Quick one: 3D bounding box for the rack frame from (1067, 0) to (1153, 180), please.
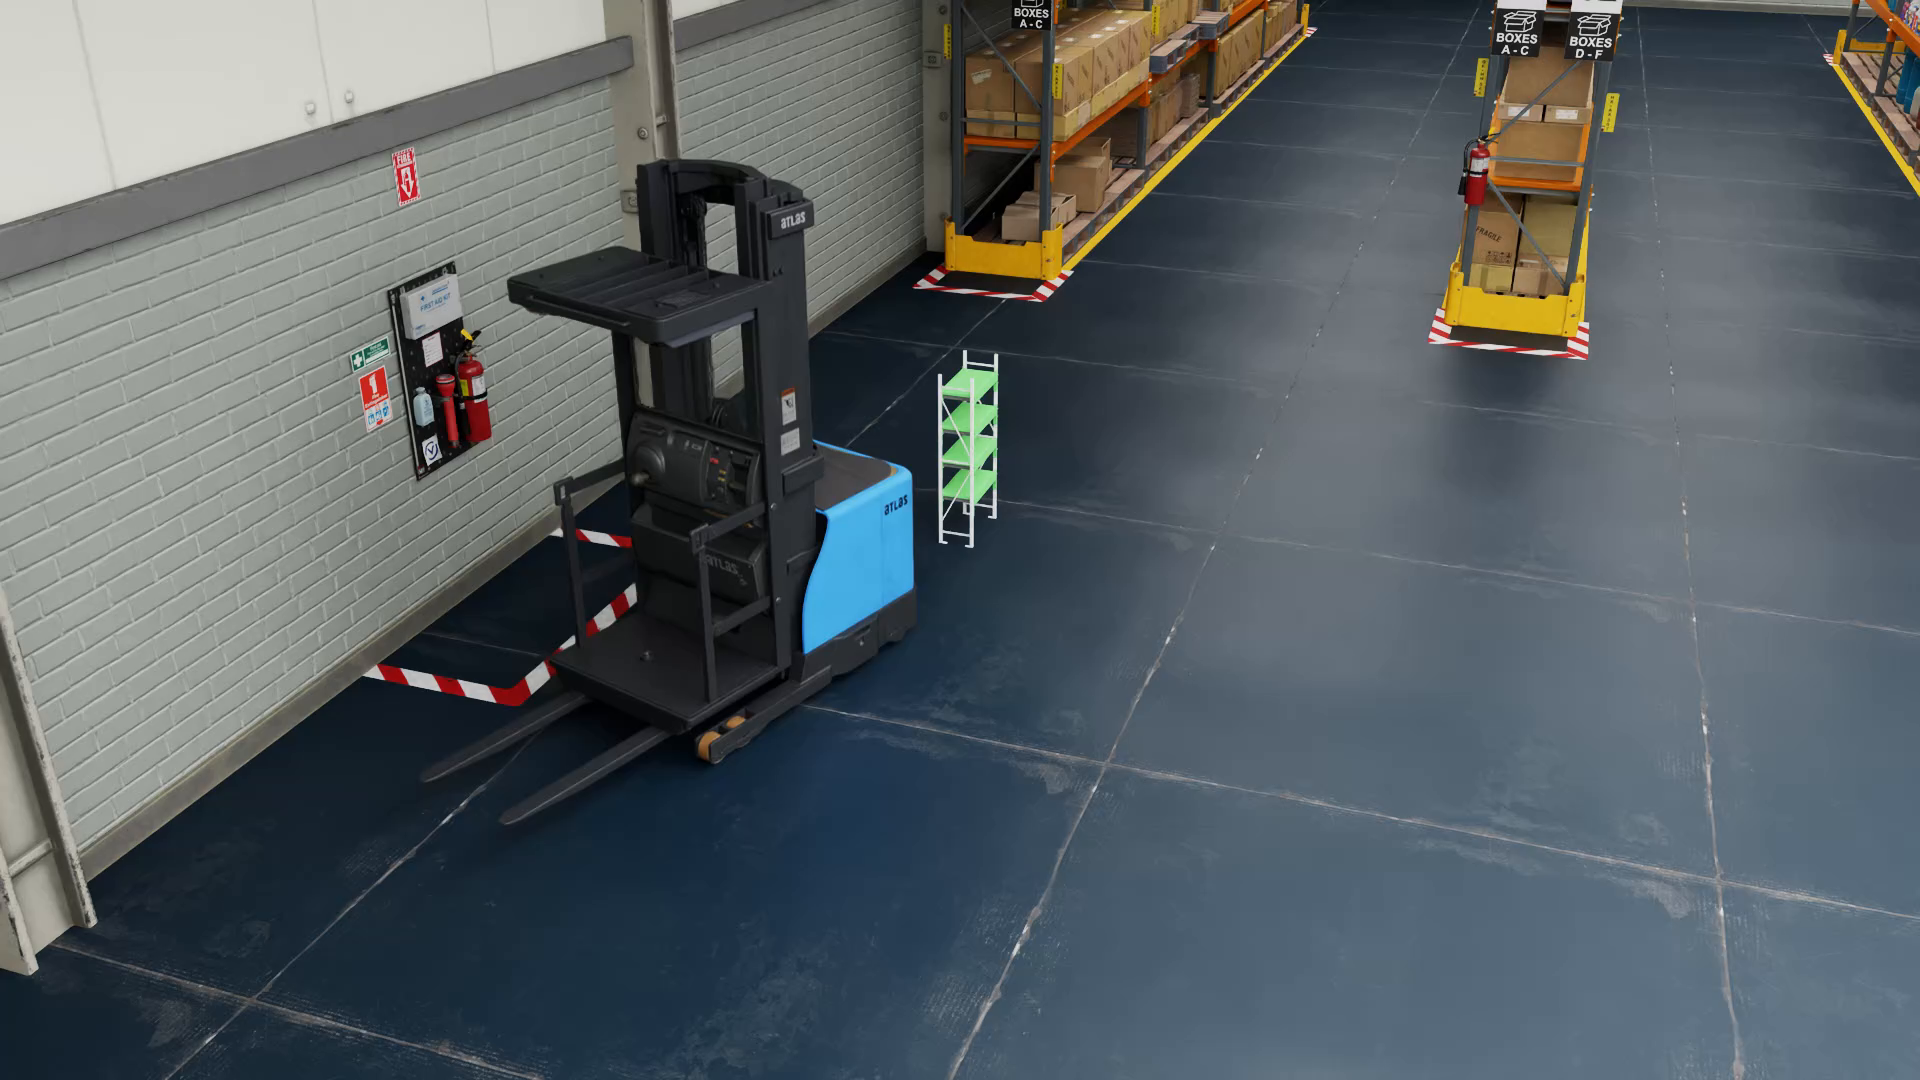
[{"bbox_3d":[1.742,-5.703,19.587,1.000,3.000,0.127,9,27,17],"label":"rack frame"}]

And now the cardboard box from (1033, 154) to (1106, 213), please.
[{"bbox_3d":[1.207,-3.932,18.292,0.700,0.500,0.500,7,27,14],"label":"cardboard box"}]

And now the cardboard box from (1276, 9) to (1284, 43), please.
[{"bbox_3d":[5.093,-8.764,28.294,0.700,0.500,0.500,9,27,19],"label":"cardboard box"}]

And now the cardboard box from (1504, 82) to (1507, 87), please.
[{"bbox_3d":[5.287,-4.180,15.582,0.380,0.149,0.250,9,27,18],"label":"cardboard box"}]

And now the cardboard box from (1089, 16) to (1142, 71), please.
[{"bbox_3d":[1.715,-5.537,18.532,0.500,0.500,0.500,9,27,17],"label":"cardboard box"}]

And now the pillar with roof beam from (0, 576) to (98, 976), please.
[{"bbox_3d":[-0.106,-1.617,4.263,9.100,9.000,0.400,9,27,17],"label":"pillar with roof beam"}]

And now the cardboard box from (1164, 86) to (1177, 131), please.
[{"bbox_3d":[2.463,-5.713,21.971,0.700,0.500,0.500,9,27,17],"label":"cardboard box"}]

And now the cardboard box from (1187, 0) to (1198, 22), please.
[{"bbox_3d":[2.765,-7.162,21.980,0.700,0.500,0.500,6,27,13],"label":"cardboard box"}]

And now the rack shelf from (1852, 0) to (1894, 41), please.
[{"bbox_3d":[14.412,-8.052,25.264,1.077,0.370,4.000,9,27,17],"label":"rack shelf"}]

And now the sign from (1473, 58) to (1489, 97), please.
[{"bbox_3d":[4.576,-4.054,14.581,0.100,0.325,0.005,9,27,17],"label":"sign"}]

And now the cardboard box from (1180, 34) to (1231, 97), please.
[{"bbox_3d":[3.441,-6.851,23.943,0.750,0.750,0.750,8,27,17],"label":"cardboard box"}]

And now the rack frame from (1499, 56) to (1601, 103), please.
[{"bbox_3d":[6.414,-4.986,18.106,1.000,3.000,0.127,9,27,17],"label":"rack frame"}]

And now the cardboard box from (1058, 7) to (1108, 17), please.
[{"bbox_3d":[1.388,-5.819,19.115,0.500,0.500,0.500,8,27,16],"label":"cardboard box"}]

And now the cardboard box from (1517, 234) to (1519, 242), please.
[{"bbox_3d":[5.303,-2.970,16.615,0.500,0.250,0.500,9,27,17],"label":"cardboard box"}]

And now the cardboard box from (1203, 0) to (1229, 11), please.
[{"bbox_3d":[3.476,-7.697,23.226,0.500,0.500,0.500,10,27,19],"label":"cardboard box"}]

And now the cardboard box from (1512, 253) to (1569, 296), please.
[{"bbox_3d":[5.471,-2.482,15.607,0.500,0.250,0.500,9,27,17],"label":"cardboard box"}]

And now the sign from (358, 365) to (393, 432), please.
[{"bbox_3d":[-3.308,-0.800,9.420,0.001,0.329,0.234,9,27,17],"label":"sign"}]

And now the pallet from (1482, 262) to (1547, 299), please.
[{"bbox_3d":[5.298,-2.408,15.980,1.003,0.211,1.213,9,27,17],"label":"pallet"}]

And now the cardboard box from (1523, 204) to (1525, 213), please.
[{"bbox_3d":[5.974,-3.791,18.311,0.500,0.250,0.500,9,27,17],"label":"cardboard box"}]

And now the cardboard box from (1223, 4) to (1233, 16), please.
[{"bbox_3d":[3.661,-7.544,23.654,0.380,0.149,0.250,10,27,19],"label":"cardboard box"}]

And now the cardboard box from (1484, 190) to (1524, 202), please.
[{"bbox_3d":[5.300,-3.308,16.453,0.500,0.500,0.500,9,27,17],"label":"cardboard box"}]

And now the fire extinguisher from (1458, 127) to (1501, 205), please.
[{"bbox_3d":[4.606,-3.326,14.767,0.296,0.674,0.183,9,27,17],"label":"fire extinguisher"}]

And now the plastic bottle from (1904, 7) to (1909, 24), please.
[{"bbox_3d":[13.124,-7.262,22.955,0.097,0.271,0.097,0,26,0],"label":"plastic bottle"}]

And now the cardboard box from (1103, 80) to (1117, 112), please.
[{"bbox_3d":[1.377,-4.787,17.843,0.500,0.250,0.500,9,27,18],"label":"cardboard box"}]

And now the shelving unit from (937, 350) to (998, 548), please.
[{"bbox_3d":[0.055,-0.608,11.129,0.258,1.200,0.503,9,27,17],"label":"shelving unit"}]

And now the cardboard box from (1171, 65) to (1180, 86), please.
[{"bbox_3d":[2.633,-6.229,22.175,0.500,0.250,0.500,9,27,18],"label":"cardboard box"}]

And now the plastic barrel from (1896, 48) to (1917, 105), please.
[{"bbox_3d":[13.549,-6.577,23.319,0.600,0.901,0.708,9,27,17],"label":"plastic barrel"}]

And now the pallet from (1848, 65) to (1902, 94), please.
[{"bbox_3d":[14.359,-7.110,25.692,1.003,0.211,1.213,9,27,17],"label":"pallet"}]

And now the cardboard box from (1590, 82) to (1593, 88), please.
[{"bbox_3d":[5.759,-4.234,15.693,0.380,0.149,0.250,8,27,16],"label":"cardboard box"}]

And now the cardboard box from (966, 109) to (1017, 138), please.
[{"bbox_3d":[0.383,-4.221,16.675,0.500,0.250,0.500,9,27,18],"label":"cardboard box"}]

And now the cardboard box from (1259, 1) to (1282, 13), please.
[{"bbox_3d":[5.209,-8.968,27.972,0.380,0.149,0.250,8,27,16],"label":"cardboard box"}]

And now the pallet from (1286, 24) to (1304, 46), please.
[{"bbox_3d":[5.543,-9.039,29.677,1.003,0.211,1.213,9,27,17],"label":"pallet"}]

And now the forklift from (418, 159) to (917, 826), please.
[{"bbox_3d":[-1.540,-0.376,8.664,1.130,2.935,3.031,18,31,32],"label":"forklift"}]

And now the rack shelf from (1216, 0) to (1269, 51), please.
[{"bbox_3d":[3.738,-7.845,24.836,1.077,0.370,4.000,9,27,17],"label":"rack shelf"}]

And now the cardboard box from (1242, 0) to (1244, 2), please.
[{"bbox_3d":[4.094,-8.191,24.990,0.380,0.149,0.250,8,27,16],"label":"cardboard box"}]

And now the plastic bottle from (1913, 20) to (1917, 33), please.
[{"bbox_3d":[12.860,-6.905,22.298,0.097,0.201,0.097,0,26,0],"label":"plastic bottle"}]

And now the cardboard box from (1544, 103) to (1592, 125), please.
[{"bbox_3d":[5.417,-3.809,14.817,0.380,0.149,0.250,9,27,17],"label":"cardboard box"}]

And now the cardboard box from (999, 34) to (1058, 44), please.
[{"bbox_3d":[0.712,-4.981,17.385,0.500,0.500,0.500,8,27,16],"label":"cardboard box"}]

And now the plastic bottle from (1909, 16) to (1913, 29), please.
[{"bbox_3d":[12.982,-7.055,22.608,0.097,0.201,0.097,0,26,0],"label":"plastic bottle"}]

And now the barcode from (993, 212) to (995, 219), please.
[{"bbox_3d":[0.354,-3.388,17.375,0.001,0.075,0.075,9,27,17],"label":"barcode"}]

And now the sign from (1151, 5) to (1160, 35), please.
[{"bbox_3d":[2.256,-6.017,19.242,0.100,0.325,0.005,9,27,17],"label":"sign"}]

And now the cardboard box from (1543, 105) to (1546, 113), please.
[{"bbox_3d":[5.421,-3.794,15.529,0.700,0.500,0.500,9,27,19],"label":"cardboard box"}]

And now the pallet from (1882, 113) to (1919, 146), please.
[{"bbox_3d":[13.046,-5.485,22.336,1.003,0.211,1.213,9,27,17],"label":"pallet"}]

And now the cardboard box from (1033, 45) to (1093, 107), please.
[{"bbox_3d":[1.027,-4.692,16.788,0.500,0.500,0.500,9,27,18],"label":"cardboard box"}]

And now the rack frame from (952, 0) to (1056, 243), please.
[{"bbox_3d":[0.411,-4.059,16.192,1.000,3.000,0.127,9,27,17],"label":"rack frame"}]

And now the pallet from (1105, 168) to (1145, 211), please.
[{"bbox_3d":[1.551,-4.167,19.614,1.003,0.211,1.213,9,27,17],"label":"pallet"}]

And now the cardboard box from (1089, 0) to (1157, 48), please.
[{"bbox_3d":[1.943,-6.150,19.891,0.700,0.500,0.500,9,27,18],"label":"cardboard box"}]

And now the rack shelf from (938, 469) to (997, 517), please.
[{"bbox_3d":[0.055,-0.335,11.261,0.258,0.148,0.480,9,27,17],"label":"rack shelf"}]

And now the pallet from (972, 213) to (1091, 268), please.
[{"bbox_3d":[0.740,-3.164,17.543,1.003,0.211,1.213,9,27,17],"label":"pallet"}]

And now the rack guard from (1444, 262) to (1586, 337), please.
[{"bbox_3d":[5.075,-2.207,15.235,1.175,0.500,0.348,9,27,17],"label":"rack guard"}]
